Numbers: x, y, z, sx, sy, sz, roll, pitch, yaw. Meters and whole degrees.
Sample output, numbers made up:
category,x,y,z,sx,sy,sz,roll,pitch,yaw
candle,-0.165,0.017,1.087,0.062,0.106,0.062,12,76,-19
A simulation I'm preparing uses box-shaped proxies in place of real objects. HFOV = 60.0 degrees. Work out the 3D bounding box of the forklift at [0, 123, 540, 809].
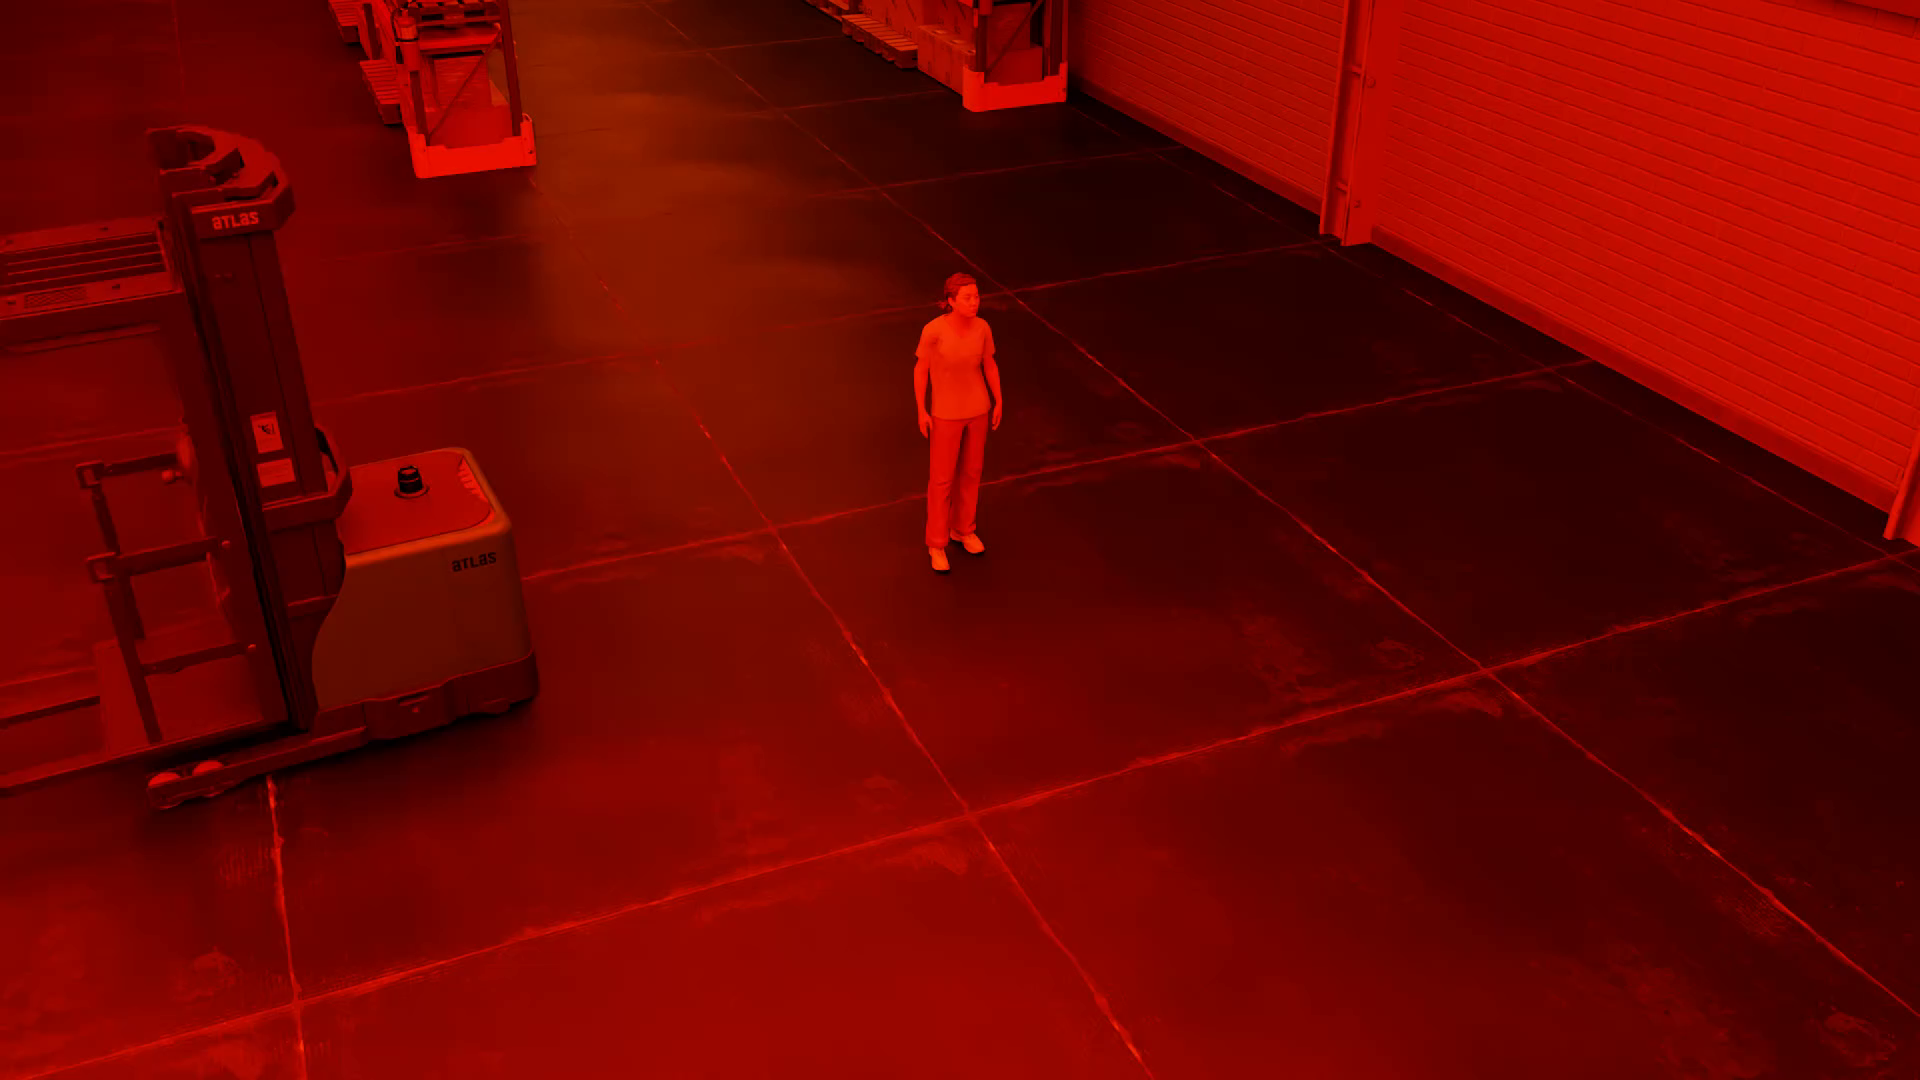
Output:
category,x,y,z,sx,sy,sz,roll,pitch,yaw
forklift,-3.722,-0.305,7.653,3.031,2.935,1.130,-14,33,-23

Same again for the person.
category,x,y,z,sx,sy,sz,roll,pitch,yaw
person,0.019,-0.698,9.590,0.553,1.673,0.548,-12,32,-20
